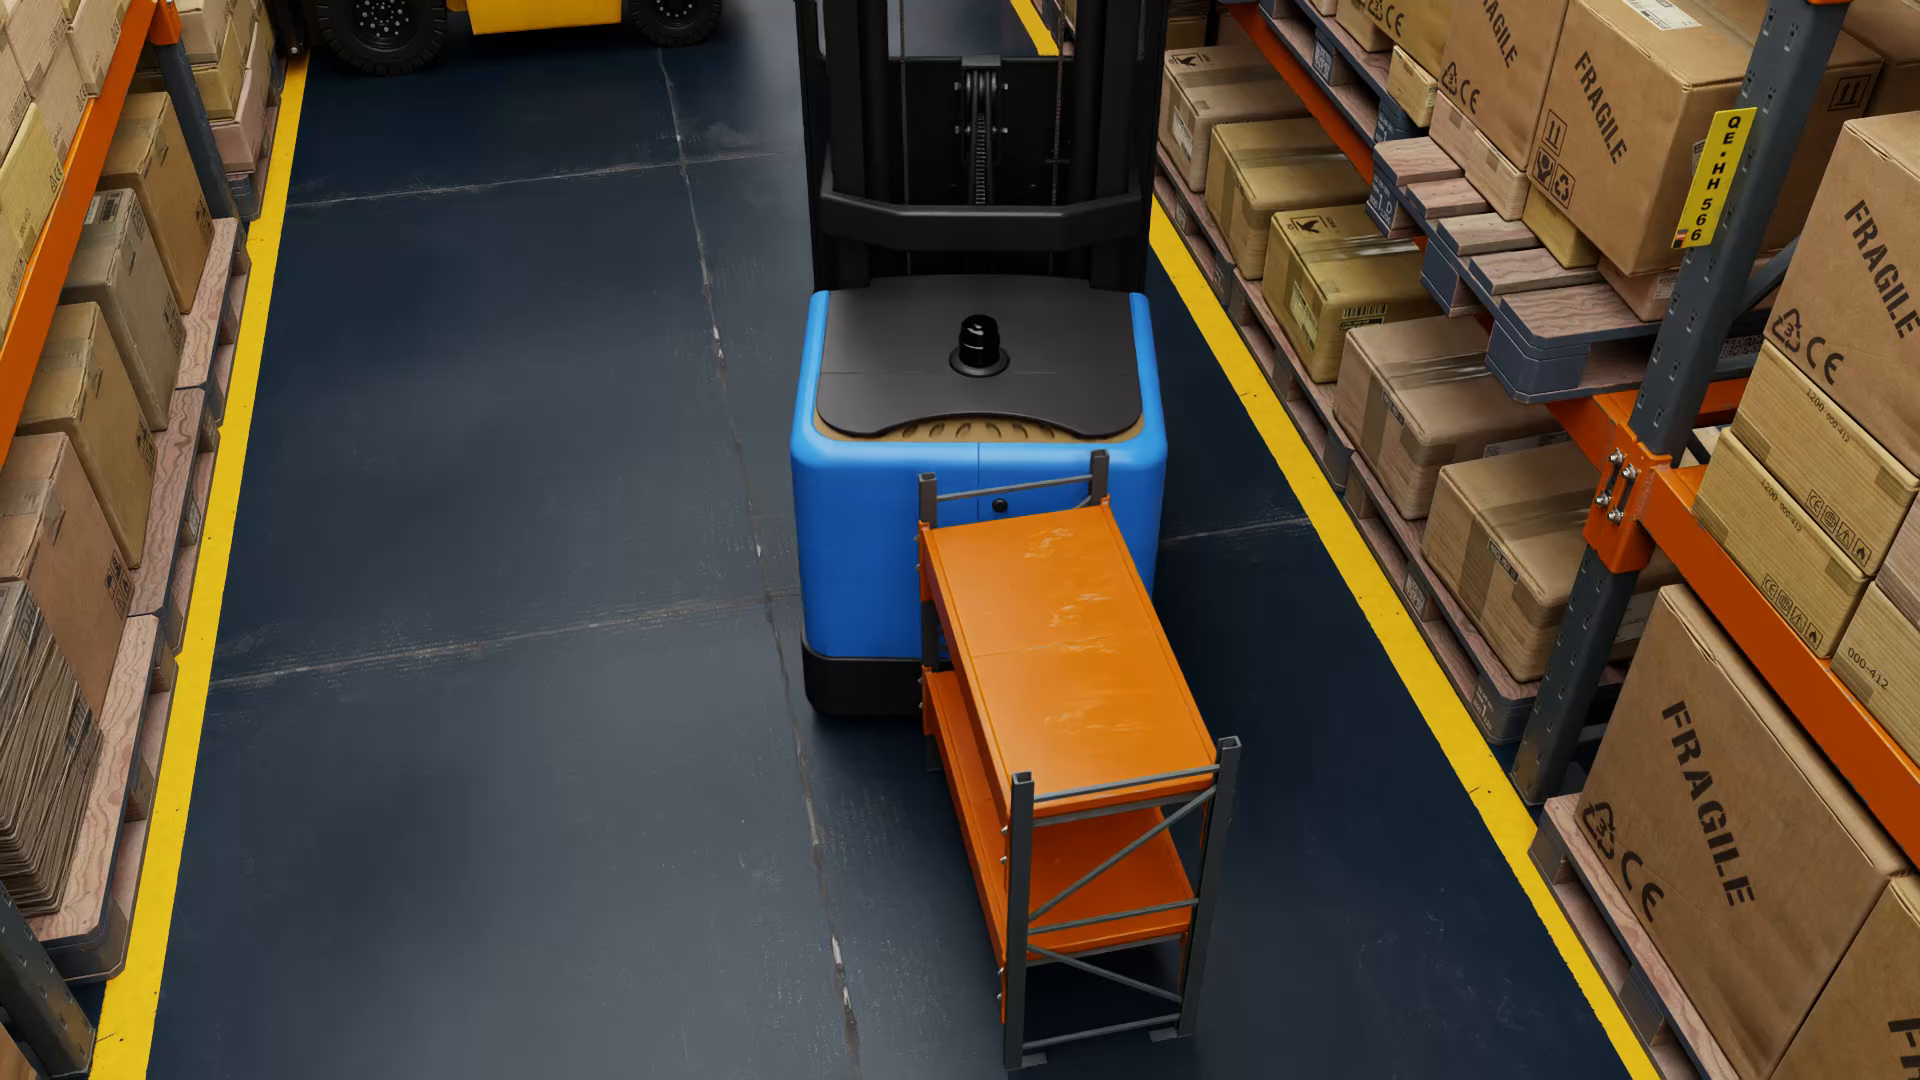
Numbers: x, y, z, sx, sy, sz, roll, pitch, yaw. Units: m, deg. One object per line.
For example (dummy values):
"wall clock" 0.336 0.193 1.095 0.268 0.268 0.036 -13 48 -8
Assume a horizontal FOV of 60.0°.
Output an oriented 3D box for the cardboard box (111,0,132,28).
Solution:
"cardboard box" -3.211 -1.981 5.835 0.500 0.250 0.500 -7 42 -8

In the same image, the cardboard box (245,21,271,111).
"cardboard box" -3.481 -2.143 7.659 0.500 0.250 0.500 -9 42 -10

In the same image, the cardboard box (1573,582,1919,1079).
"cardboard box" 2.202 0.650 4.042 0.875 0.875 0.875 -9 42 -10

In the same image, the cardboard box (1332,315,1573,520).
"cardboard box" 1.855 -0.466 5.679 0.950 0.372 0.625 -9 42 -10

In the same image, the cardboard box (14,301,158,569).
"cardboard box" -3.127 -0.267 5.264 0.875 0.625 0.625 -10 43 -11

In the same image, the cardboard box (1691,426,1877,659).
"cardboard box" 1.994 -0.038 3.646 0.500 0.250 0.500 -9 42 -10

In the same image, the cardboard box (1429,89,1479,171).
"cardboard box" 1.561 -1.174 4.685 0.380 0.149 0.250 -10 43 -11

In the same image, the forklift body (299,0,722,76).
"forklift body" -2.248 -3.634 8.223 2.313 2.155 1.214 -8 42 -9

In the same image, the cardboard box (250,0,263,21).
"cardboard box" -3.586 -2.653 7.858 0.500 0.250 0.500 -9 42 -10

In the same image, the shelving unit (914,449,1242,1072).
"shelving unit" 0.248 0.557 4.275 0.538 1.125 1.048 -8 42 -9

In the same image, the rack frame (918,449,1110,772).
"rack frame" 0.140 0.227 4.646 0.500 1.125 0.032 -8 42 -9

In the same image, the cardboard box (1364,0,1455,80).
"cardboard box" 1.532 -1.668 4.754 0.500 0.500 0.500 -11 43 -12

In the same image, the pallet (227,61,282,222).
"pallet" -3.706 -1.805 7.624 1.003 0.211 1.213 -8 42 -9

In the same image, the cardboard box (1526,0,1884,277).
"cardboard box" 1.765 -1.008 4.010 0.500 0.500 0.500 -9 42 -11

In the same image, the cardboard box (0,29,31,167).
"cardboard box" -2.906 -1.181 4.557 0.500 0.250 0.500 -8 42 -9

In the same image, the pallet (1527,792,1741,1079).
"pallet" 2.231 1.118 4.332 1.003 0.211 1.213 -8 42 -9

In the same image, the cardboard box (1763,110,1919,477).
"cardboard box" 2.002 -0.504 3.229 0.500 0.500 0.500 -10 43 -11

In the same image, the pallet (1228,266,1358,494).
"pallet" 1.707 -0.700 6.380 1.003 0.211 1.213 -8 42 -9

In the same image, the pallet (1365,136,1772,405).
"pallet" 1.876 -0.822 4.561 1.213 0.211 1.003 -8 42 -9

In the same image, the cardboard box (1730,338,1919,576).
"cardboard box" 2.002 -0.214 3.468 0.500 0.250 0.500 -9 42 -10

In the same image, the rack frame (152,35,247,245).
"rack frame" -3.575 -2.326 6.111 1.000 3.000 0.127 -8 42 -9

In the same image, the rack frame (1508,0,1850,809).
"rack frame" 2.134 -0.447 3.994 1.000 3.000 0.127 -8 42 -9

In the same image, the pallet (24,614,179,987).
"pallet" -2.851 0.770 4.723 1.003 0.211 1.213 -8 42 -9

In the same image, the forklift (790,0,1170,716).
"forklift" 0.066 -1.513 5.246 1.130 2.935 3.031 0 42 0

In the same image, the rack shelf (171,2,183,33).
"rack shelf" -4.007 -3.354 7.810 1.077 0.370 4.000 -8 42 -9

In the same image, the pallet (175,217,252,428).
"pallet" -3.378 -0.811 6.505 1.003 0.211 1.213 -8 42 -9

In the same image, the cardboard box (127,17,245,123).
"cardboard box" -3.378 -2.000 7.122 0.500 0.250 0.500 -9 42 -9

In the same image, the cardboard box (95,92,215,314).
"cardboard box" -3.451 -1.259 6.381 0.875 0.625 0.625 -7 42 -7

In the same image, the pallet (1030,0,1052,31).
"pallet" 0.825 -3.220 9.218 1.003 0.211 1.213 -8 42 -9

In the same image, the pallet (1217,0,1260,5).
"pallet" 1.294 -2.452 6.397 1.003 0.211 1.213 -8 42 -9

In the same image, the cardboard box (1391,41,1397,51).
"cardboard box" 1.556 -1.531 5.088 0.380 0.149 0.250 -8 42 -9

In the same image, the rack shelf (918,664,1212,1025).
"rack shelf" 0.248 0.740 4.437 0.538 0.278 1.000 -8 42 -9

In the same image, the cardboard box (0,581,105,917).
"cardboard box" -2.833 0.591 4.297 0.875 0.625 0.625 -7 42 -8

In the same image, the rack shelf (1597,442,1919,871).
"rack shelf" 2.566 1.118 2.772 1.077 0.370 4.000 -8 42 -9

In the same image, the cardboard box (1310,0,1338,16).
"cardboard box" 1.336 -1.851 5.448 0.380 0.149 0.250 -7 42 -8

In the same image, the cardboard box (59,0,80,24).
"cardboard box" -3.101 -1.843 5.303 0.500 0.250 0.500 -9 42 -10

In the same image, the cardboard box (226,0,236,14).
"cardboard box" -3.473 -2.520 7.331 0.500 0.250 0.500 -8 42 -9

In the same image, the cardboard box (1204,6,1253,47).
"cardboard box" 1.407 -2.590 8.163 0.500 0.250 0.500 -10 43 -11

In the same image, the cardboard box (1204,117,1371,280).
"cardboard box" 1.545 -1.409 6.741 0.950 0.372 0.625 -6 42 -7

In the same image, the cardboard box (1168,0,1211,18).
"cardboard box" 0.881 -2.794 7.828 0.500 0.500 0.500 -9 42 -10

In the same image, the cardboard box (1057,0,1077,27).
"cardboard box" 0.756 -2.857 8.464 0.500 0.250 0.500 -9 42 -10

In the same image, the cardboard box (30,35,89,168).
"cardboard box" -3.020 -1.330 5.101 0.500 0.250 0.500 -8 42 -9

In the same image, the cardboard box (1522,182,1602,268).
"cardboard box" 1.705 -0.852 4.324 0.380 0.149 0.250 -8 42 -9

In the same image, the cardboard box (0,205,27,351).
"cardboard box" -2.790 -0.660 4.346 0.500 0.250 0.500 -10 42 -11
